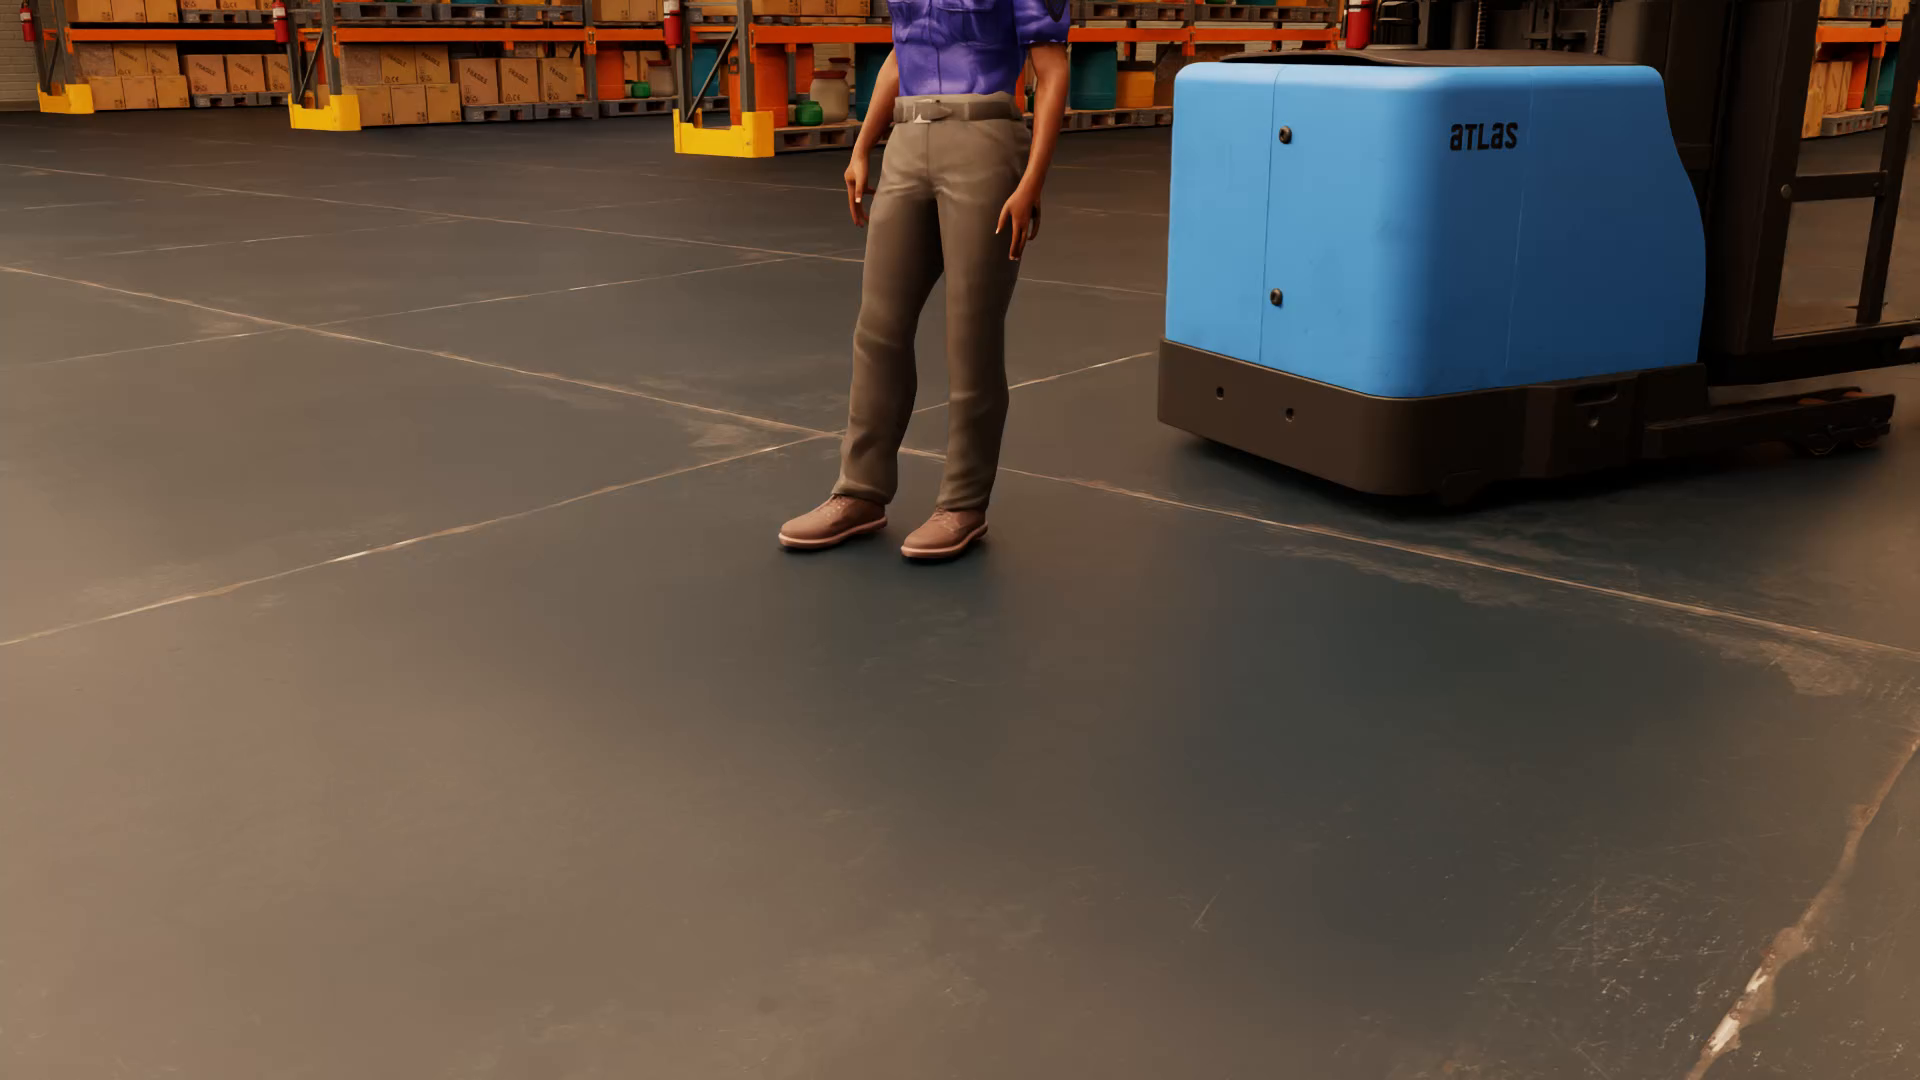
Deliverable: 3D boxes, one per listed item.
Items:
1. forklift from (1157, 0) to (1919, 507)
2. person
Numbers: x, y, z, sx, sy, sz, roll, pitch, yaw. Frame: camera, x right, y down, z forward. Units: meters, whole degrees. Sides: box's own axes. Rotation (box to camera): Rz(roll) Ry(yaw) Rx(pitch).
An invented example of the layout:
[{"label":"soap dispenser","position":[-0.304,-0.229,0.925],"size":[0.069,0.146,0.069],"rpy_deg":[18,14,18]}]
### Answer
[{"label":"forklift","position":[2.123,-1.768,4.718],"size":[3.031,2.935,1.130],"rpy_deg":[-9,19,-26]},{"label":"person","position":[-0.071,-0.782,3.647],"size":[0.570,1.654,0.504],"rpy_deg":[13,21,37]}]
